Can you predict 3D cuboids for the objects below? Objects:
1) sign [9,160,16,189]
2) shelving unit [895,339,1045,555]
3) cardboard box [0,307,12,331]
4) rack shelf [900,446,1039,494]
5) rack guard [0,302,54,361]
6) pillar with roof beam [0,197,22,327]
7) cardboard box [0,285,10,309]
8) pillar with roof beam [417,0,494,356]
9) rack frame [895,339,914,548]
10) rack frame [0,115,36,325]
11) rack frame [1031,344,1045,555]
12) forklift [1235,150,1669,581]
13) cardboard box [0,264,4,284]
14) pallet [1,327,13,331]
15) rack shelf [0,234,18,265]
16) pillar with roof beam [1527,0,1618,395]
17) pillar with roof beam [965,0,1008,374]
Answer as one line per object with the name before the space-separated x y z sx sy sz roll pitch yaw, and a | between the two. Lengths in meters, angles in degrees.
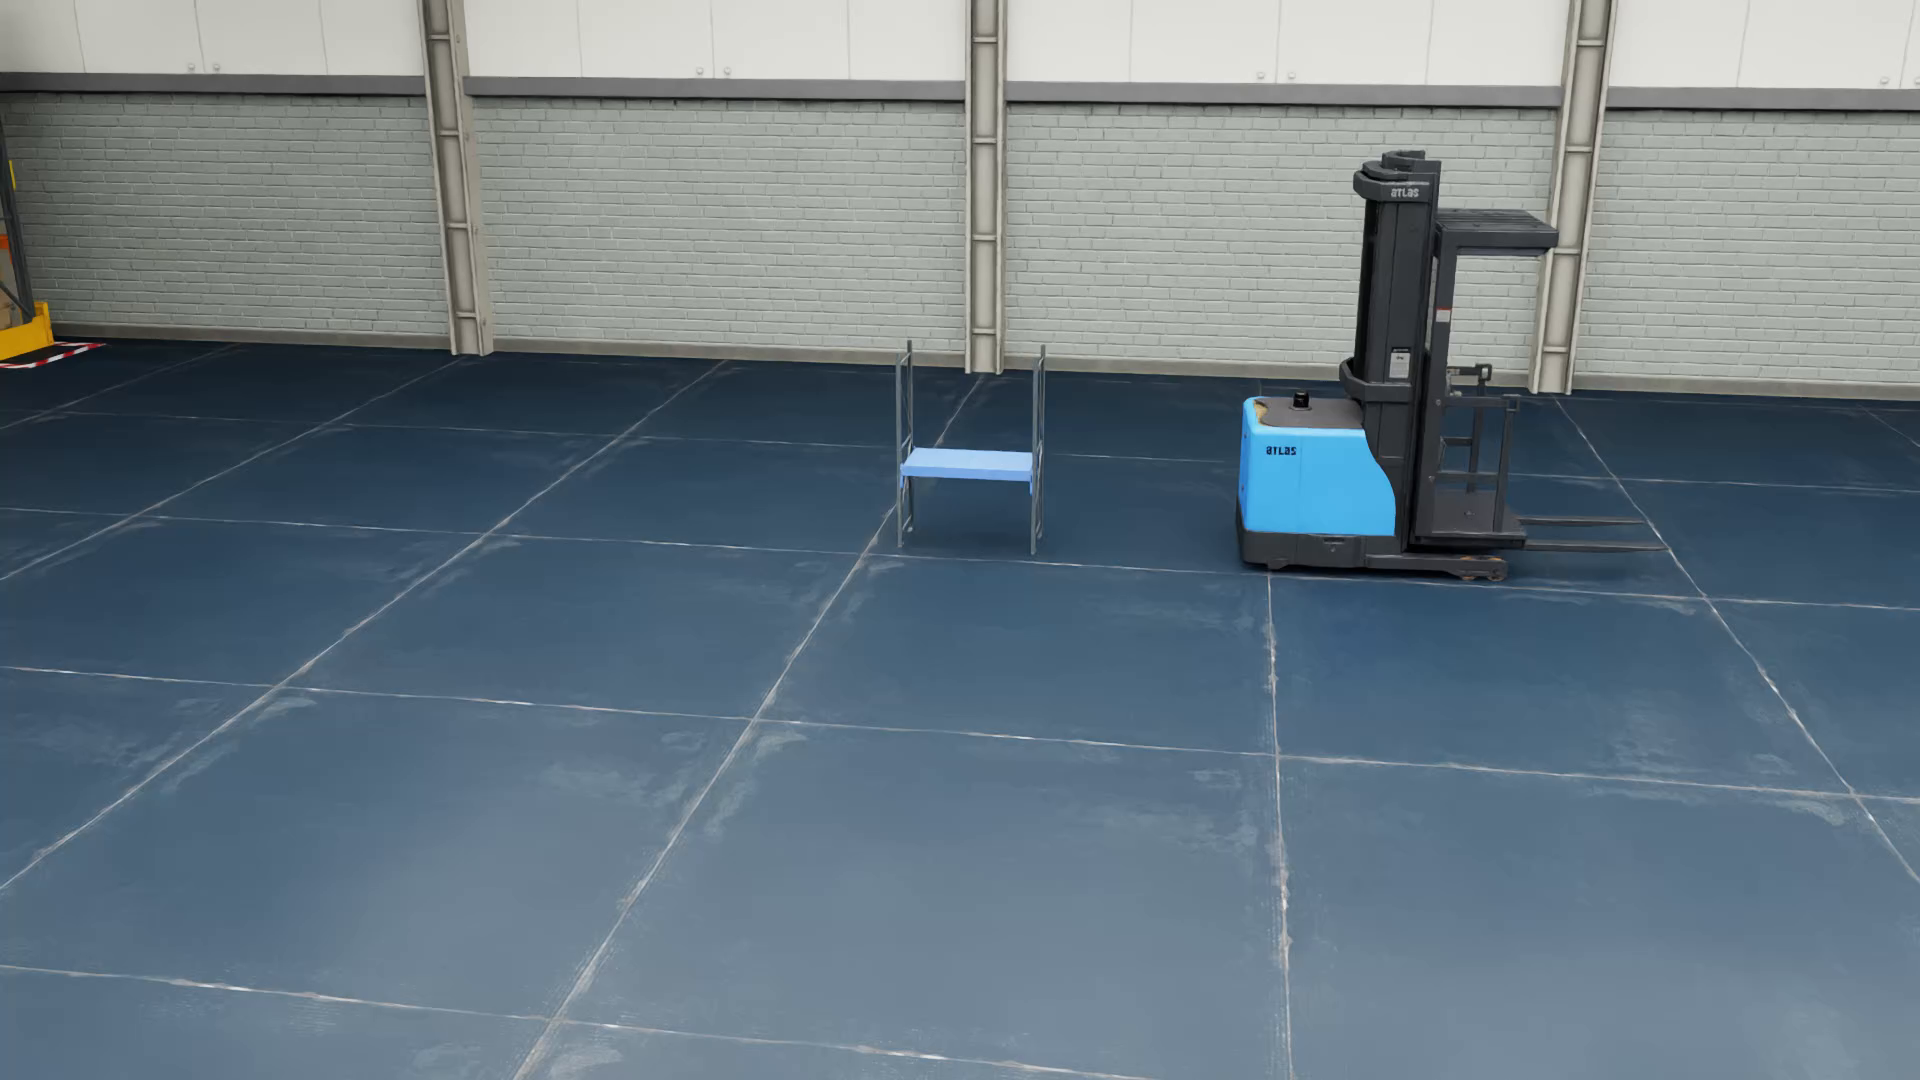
sign | -10.935 -4.204 19.152 0.005 0.325 0.100 3 19 9
shelving unit | 0.084 -0.707 12.552 1.048 1.500 0.538 3 19 9
cardboard box | -11.483 -2.564 19.410 0.500 0.250 0.500 3 19 9
rack shelf | 0.084 -0.536 12.609 1.000 0.185 0.538 3 19 9
rack guard | -11.005 -2.396 19.176 0.348 0.500 1.175 3 19 9
pillar with roof beam | -12.257 -5.396 14.749 0.400 9.000 9.100 3 19 9
cardboard box | -11.460 -2.804 19.339 0.500 0.250 0.500 3 19 10
pillar with roof beam | -6.332 -5.094 13.847 0.400 9.000 9.100 3 19 9
rack frame | -0.418 -0.733 12.629 0.032 1.500 0.500 3 19 9
rack frame | -11.029 -3.583 18.783 0.127 3.000 1.000 3 19 9
rack frame | 0.586 -0.681 12.476 0.032 1.500 0.500 3 19 9
forklift | 3.612 -1.273 11.988 3.031 2.935 1.130 2 19 6
cardboard box | -11.474 -3.035 19.244 0.500 0.250 0.500 3 19 8
pallet | -11.791 -2.286 19.301 1.213 0.211 1.003 3 19 9
rack shelf | -13.004 -3.342 19.198 4.000 0.370 1.077 3 19 9
pillar with roof beam | 5.516 -4.490 12.042 0.400 9.000 9.100 3 19 9
pillar with roof beam | -0.408 -4.792 12.944 0.400 9.000 9.100 3 19 9
